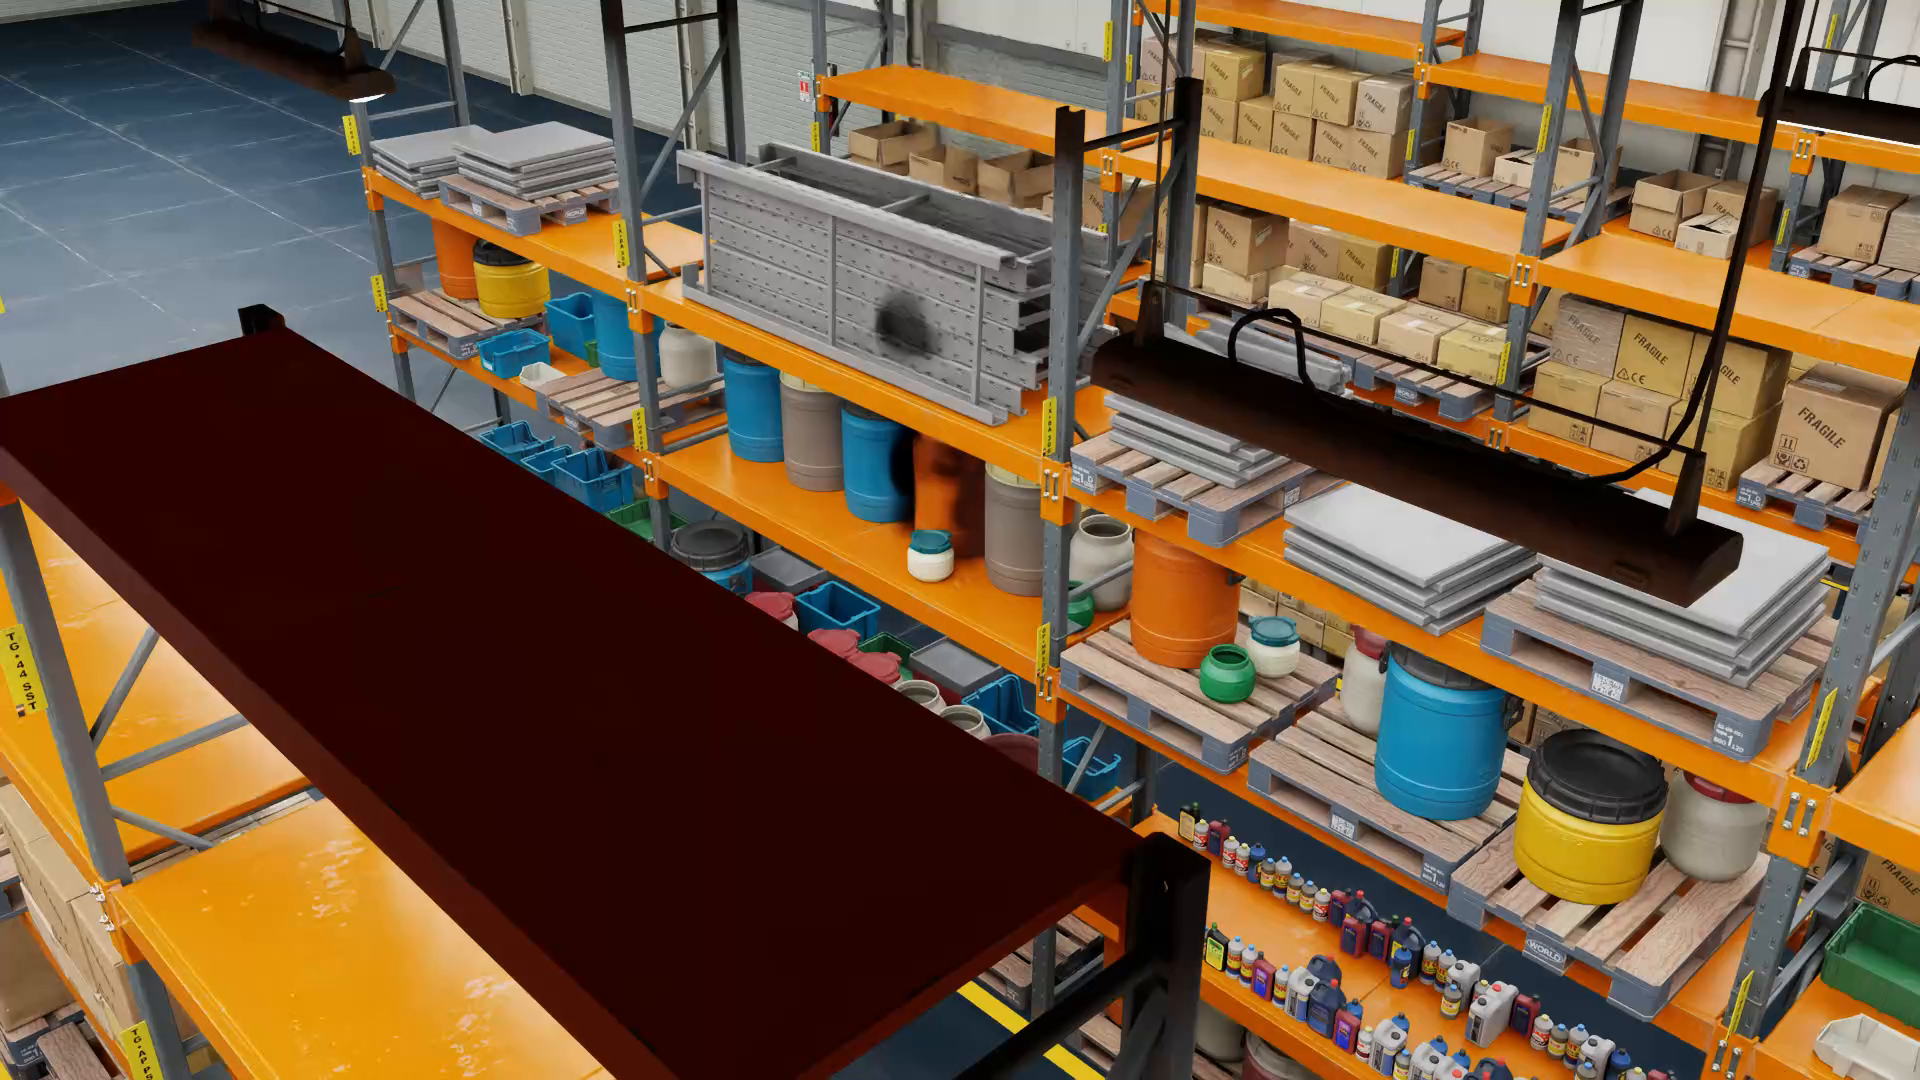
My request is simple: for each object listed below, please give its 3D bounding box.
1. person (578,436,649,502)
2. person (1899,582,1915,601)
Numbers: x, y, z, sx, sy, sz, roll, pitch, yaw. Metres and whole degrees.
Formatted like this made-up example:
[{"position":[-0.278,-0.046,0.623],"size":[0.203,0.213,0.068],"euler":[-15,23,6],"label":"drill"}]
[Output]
[{"position":[-3.554,-0.889,16.681],"size":[0.994,1.797,0.714],"euler":[13,31,23],"label":"person"},{"position":[7.438,0.926,13.276],"size":[0.648,1.730,0.619],"euler":[-25,37,-38],"label":"person"}]
